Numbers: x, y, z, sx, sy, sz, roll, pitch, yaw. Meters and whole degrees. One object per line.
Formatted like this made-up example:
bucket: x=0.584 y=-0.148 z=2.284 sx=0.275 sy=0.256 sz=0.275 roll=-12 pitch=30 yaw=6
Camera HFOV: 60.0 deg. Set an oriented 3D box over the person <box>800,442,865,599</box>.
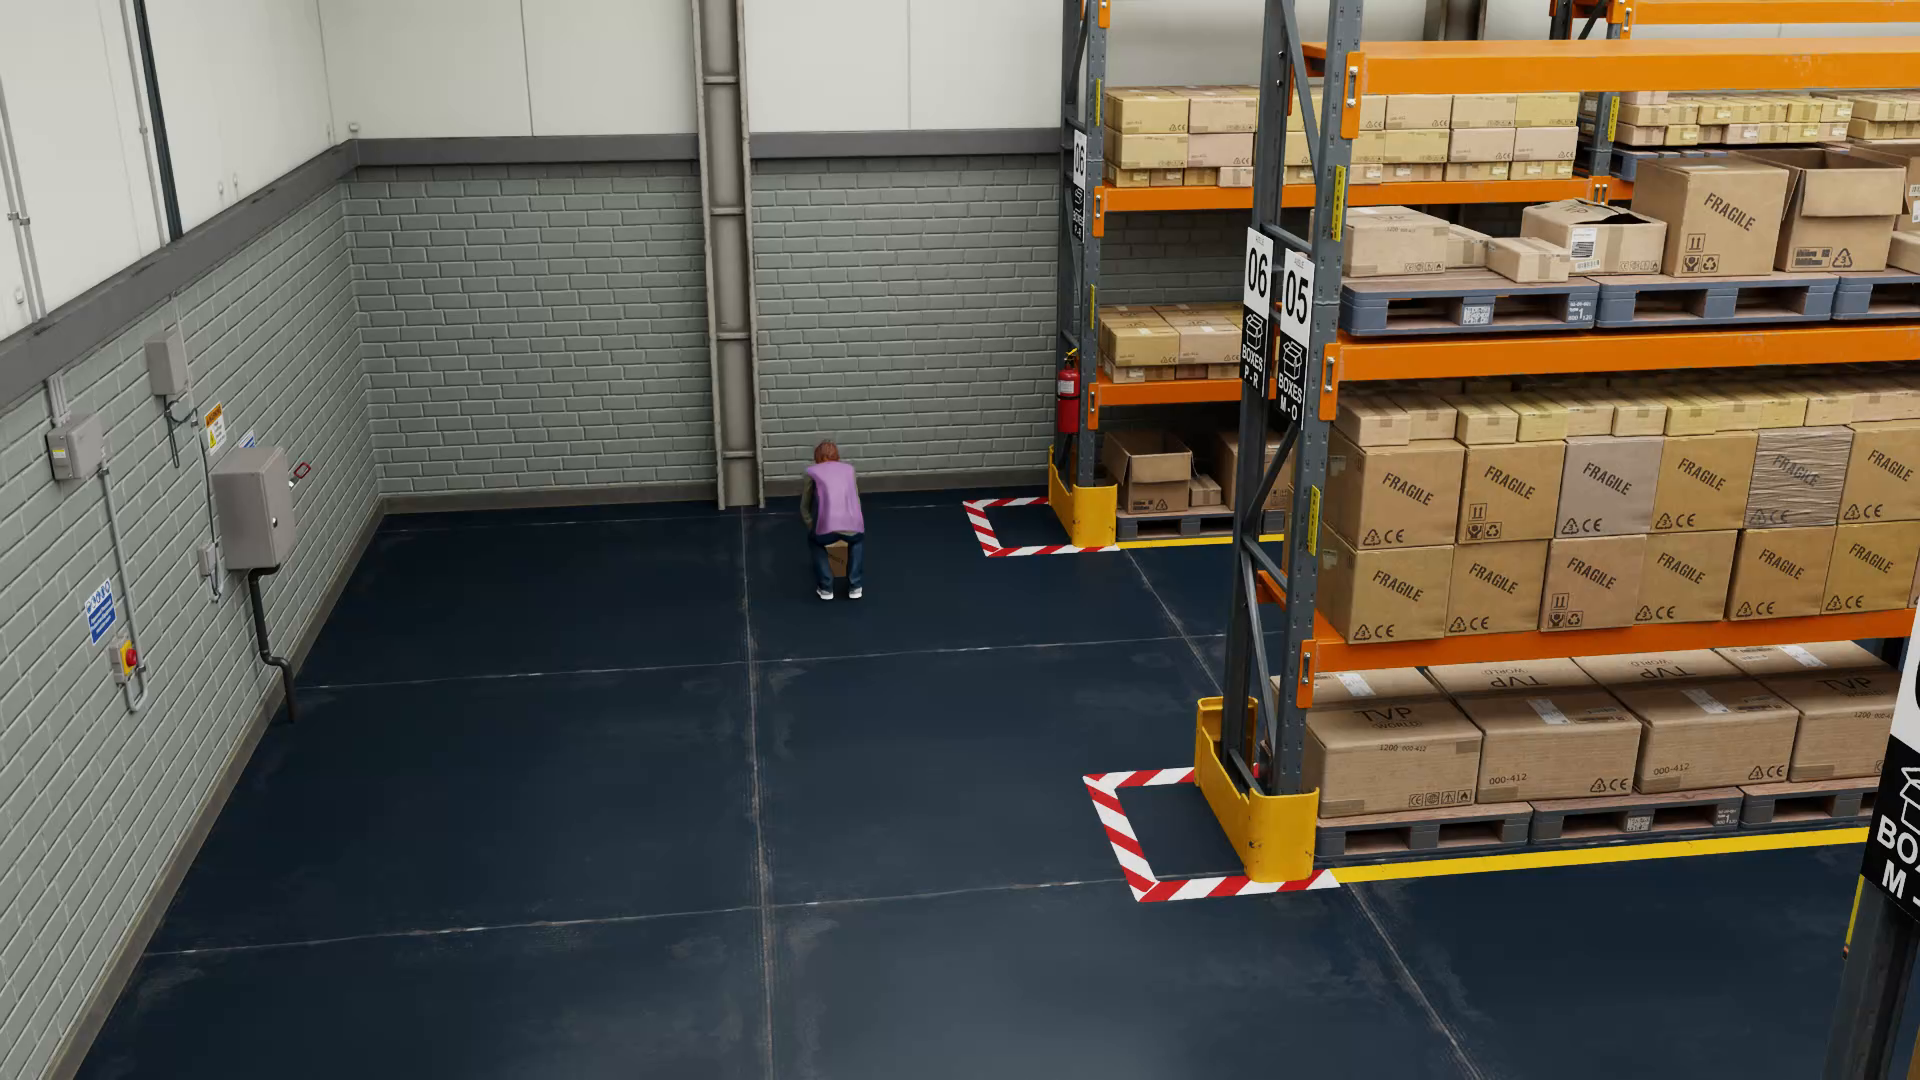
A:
person: x=-0.929 y=-0.115 z=12.177 sx=0.460 sy=1.061 sz=0.754 roll=-3 pitch=21 yaw=-8
